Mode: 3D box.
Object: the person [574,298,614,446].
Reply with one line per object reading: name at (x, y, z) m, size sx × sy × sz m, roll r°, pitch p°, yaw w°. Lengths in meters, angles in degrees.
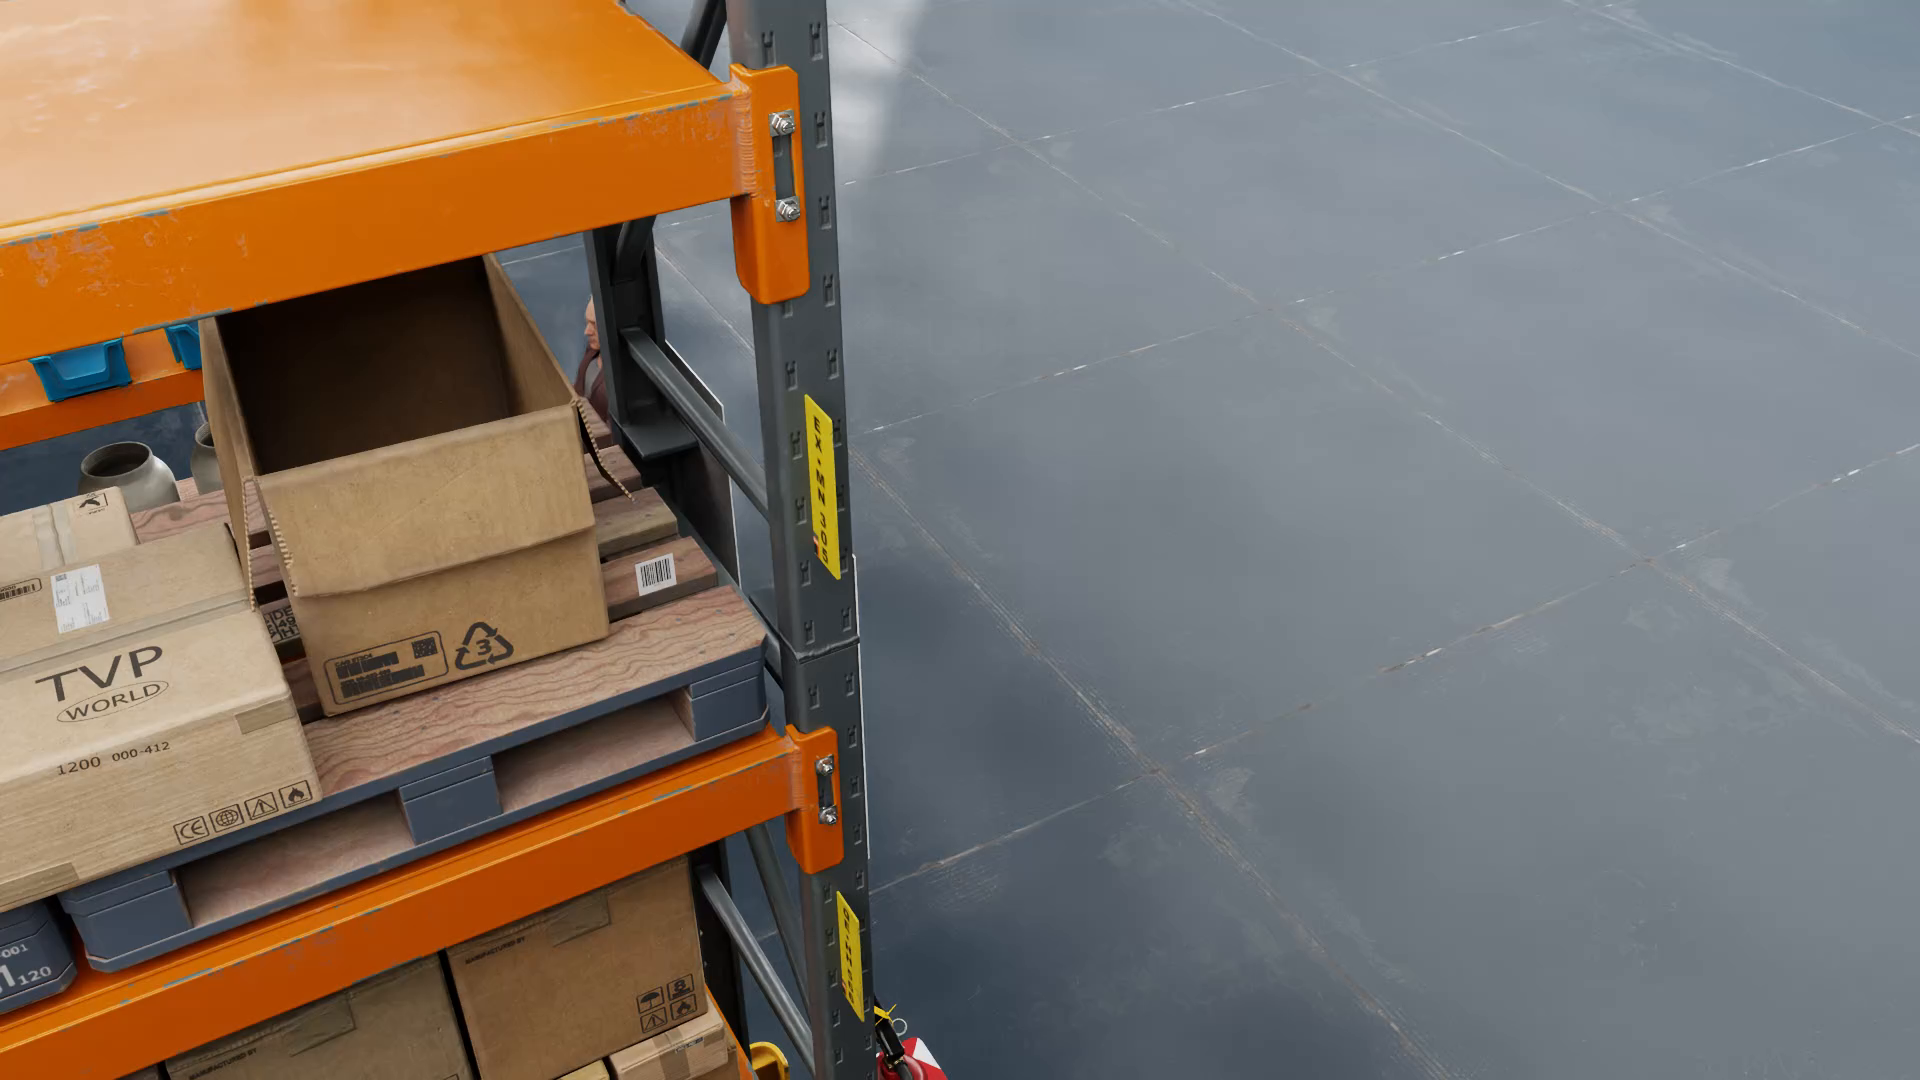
person at (-1.552, -0.275, 7.320) m, size 0.559 × 1.780 × 0.527 m, roll -20°, pitch 41°, yaw -24°
